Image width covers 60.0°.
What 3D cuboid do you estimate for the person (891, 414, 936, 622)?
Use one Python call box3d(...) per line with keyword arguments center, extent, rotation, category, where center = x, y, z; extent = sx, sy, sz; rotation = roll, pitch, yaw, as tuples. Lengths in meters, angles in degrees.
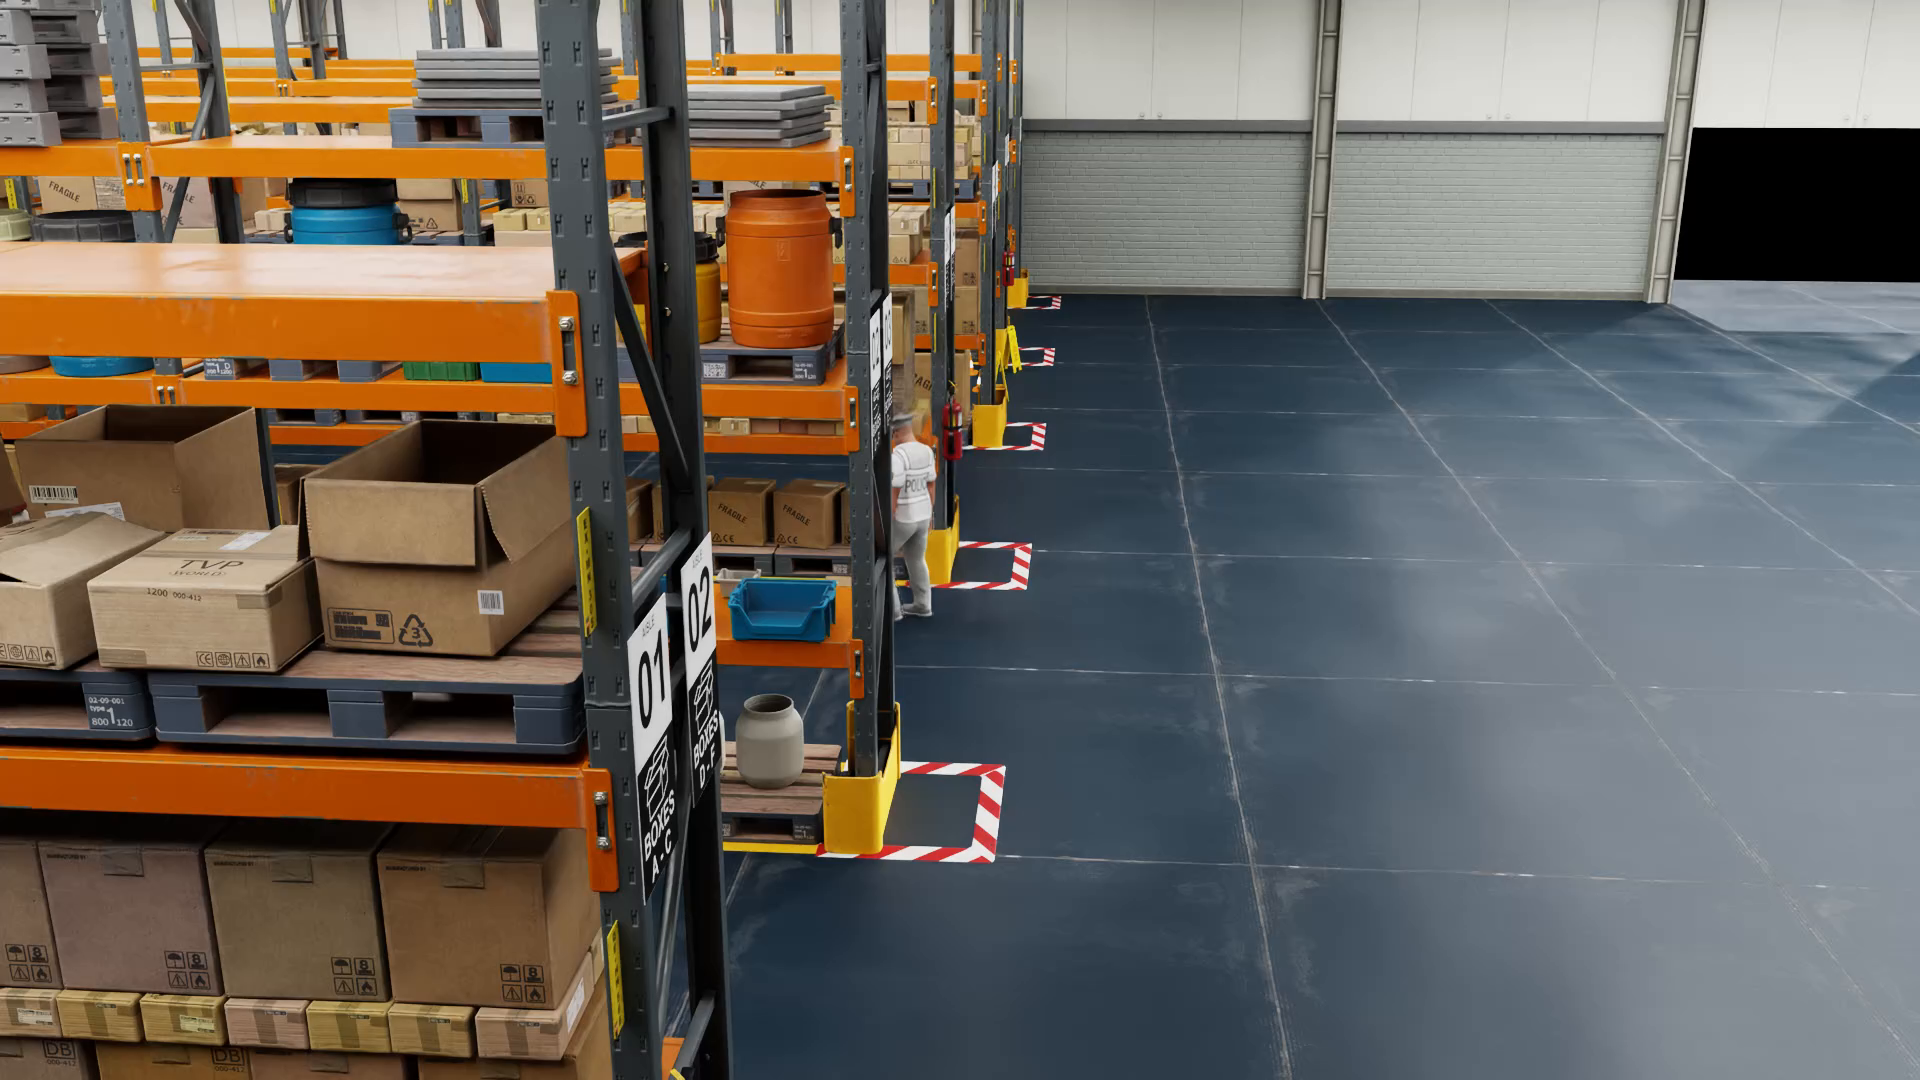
box3d(center=(-0.460, -0.157, 13.487), extent=(0.425, 1.742, 0.606), rotation=(13, 22, 36), category="person")
